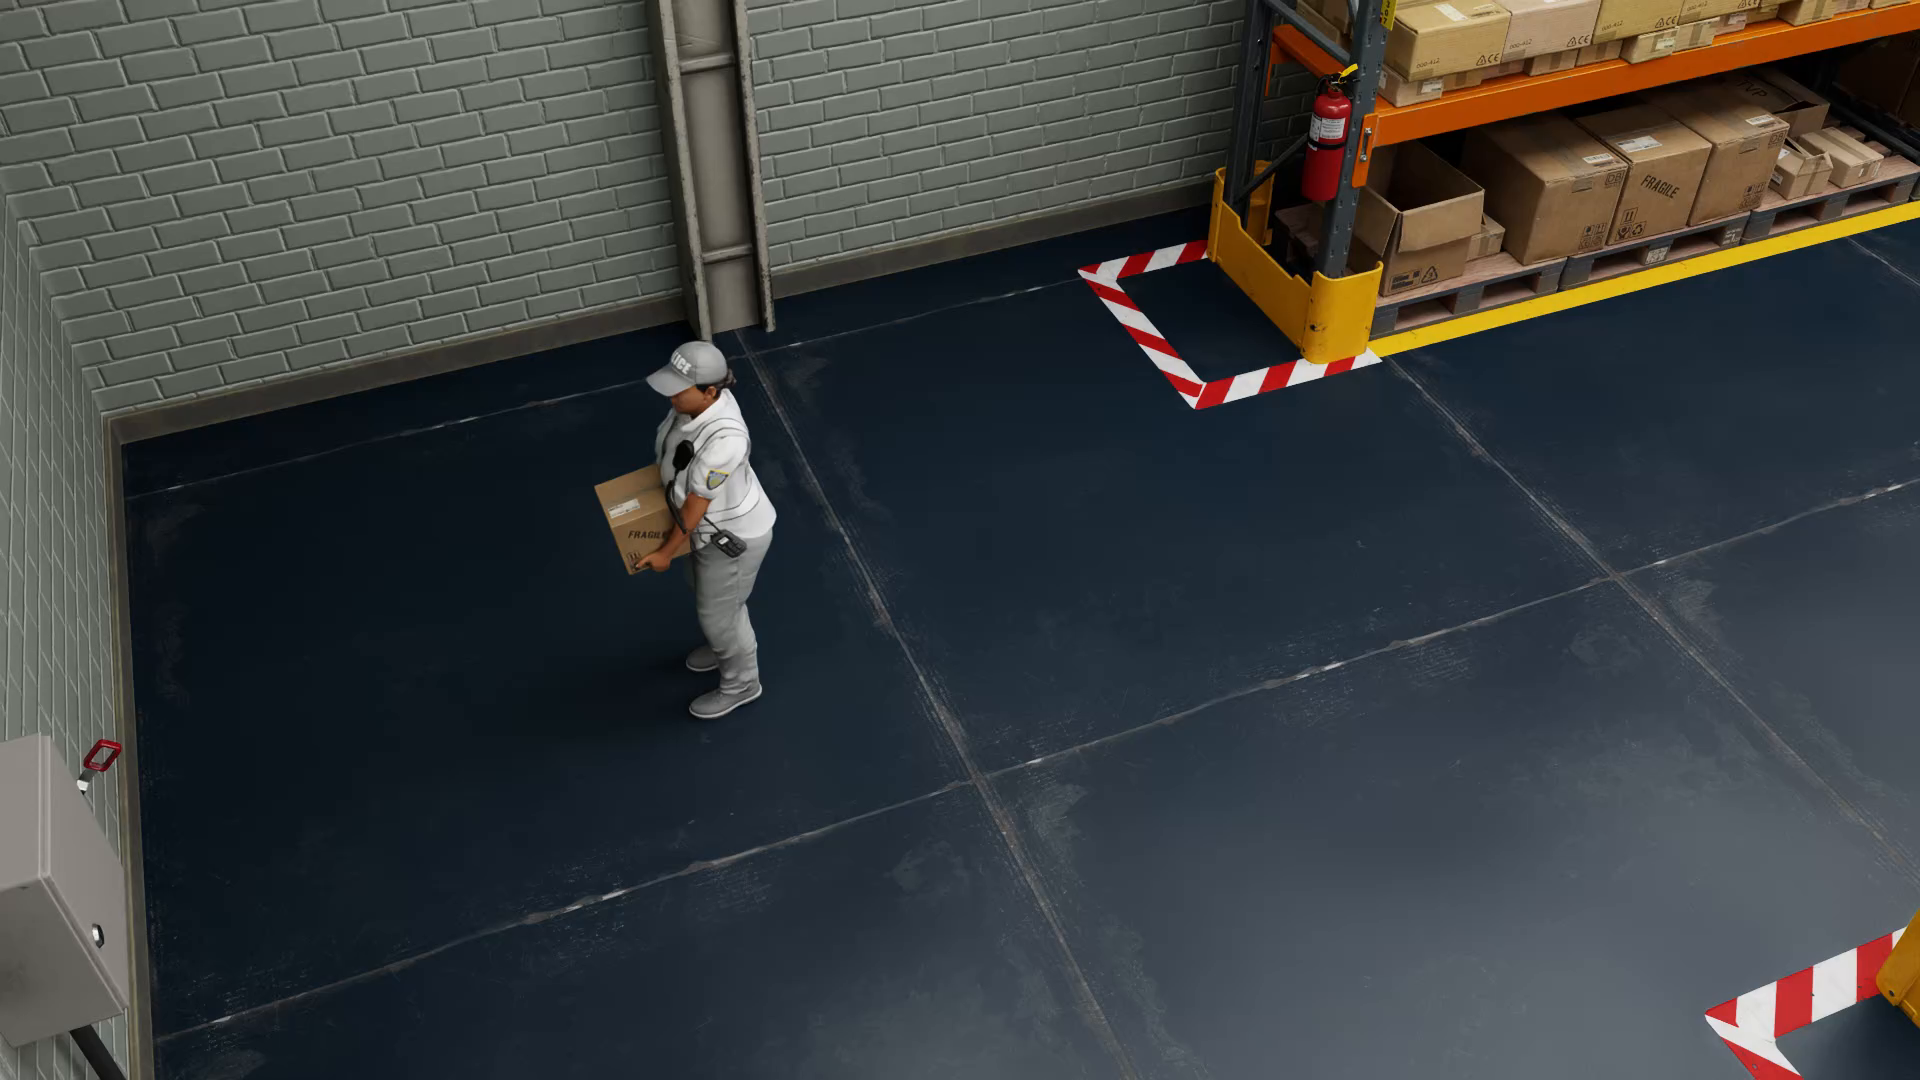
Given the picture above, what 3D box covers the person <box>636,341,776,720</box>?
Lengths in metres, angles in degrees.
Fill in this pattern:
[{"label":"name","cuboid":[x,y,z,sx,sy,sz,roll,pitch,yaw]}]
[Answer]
[{"label":"person","cuboid":[-0.968,-0.030,6.199,0.552,1.663,0.452,-16,44,-17]}]
